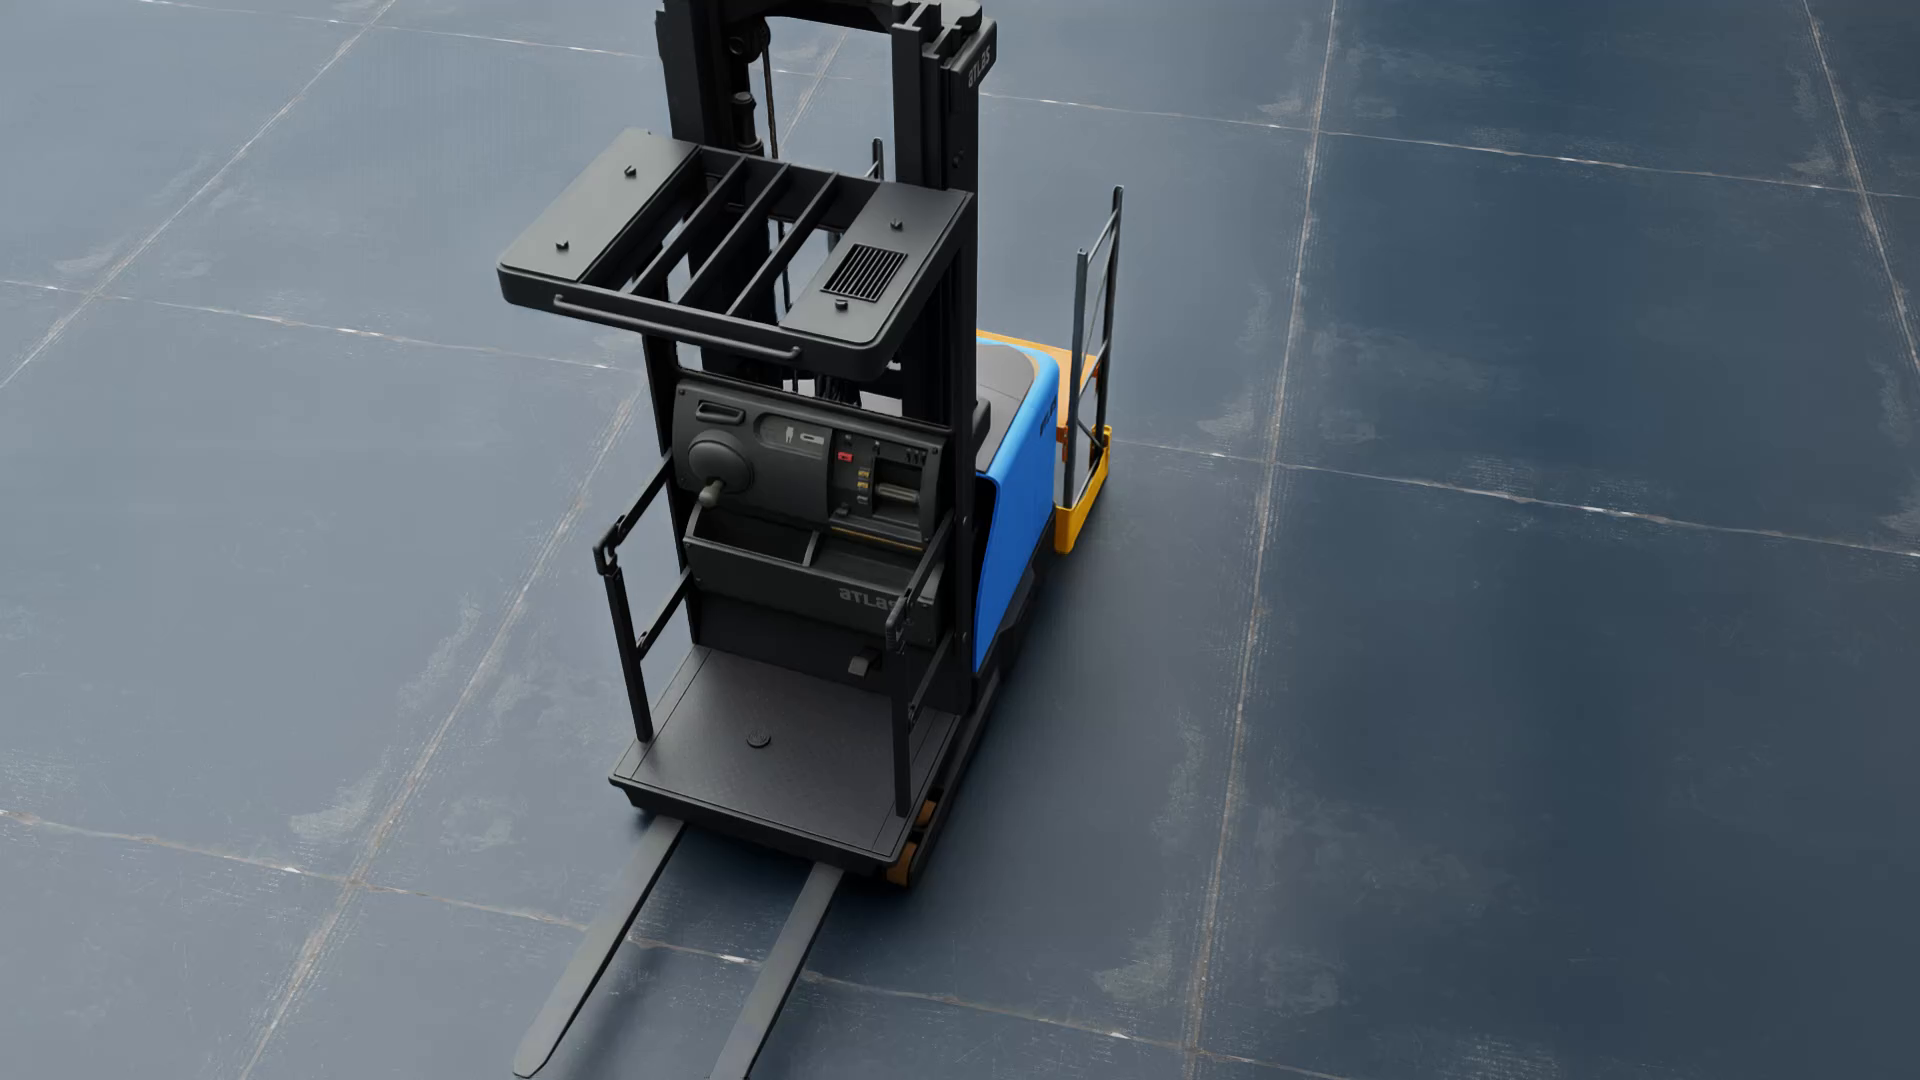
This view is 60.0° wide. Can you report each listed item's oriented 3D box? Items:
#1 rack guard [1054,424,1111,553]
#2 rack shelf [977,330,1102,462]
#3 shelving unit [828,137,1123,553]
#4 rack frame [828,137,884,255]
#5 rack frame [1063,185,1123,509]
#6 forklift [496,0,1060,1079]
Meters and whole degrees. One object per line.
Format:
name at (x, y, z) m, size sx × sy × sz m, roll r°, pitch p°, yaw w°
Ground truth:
rack guard at (0.535, -0.231, 7.270) m, size 0.087 × 0.250 × 0.587 m, roll 15°, pitch 46°, yaw 15°
rack shelf at (0.060, -0.676, 7.090) m, size 1.000 × 0.185 × 0.538 m, roll 15°, pitch 46°, yaw 15°
shelving unit at (0.069, -0.803, 6.963) m, size 1.083 × 1.500 × 0.587 m, roll 15°, pitch 46°, yaw 15°
rack frame at (-0.416, -0.930, 7.094) m, size 0.032 × 1.500 × 0.500 m, roll 15°, pitch 46°, yaw 15°
rack frame at (0.536, -0.681, 6.836) m, size 0.032 × 1.500 × 0.500 m, roll 15°, pitch 46°, yaw 15°
forklift at (-0.572, -0.152, 5.254) m, size 1.130 × 2.935 × 3.031 m, roll 14°, pitch 46°, yaw 14°
